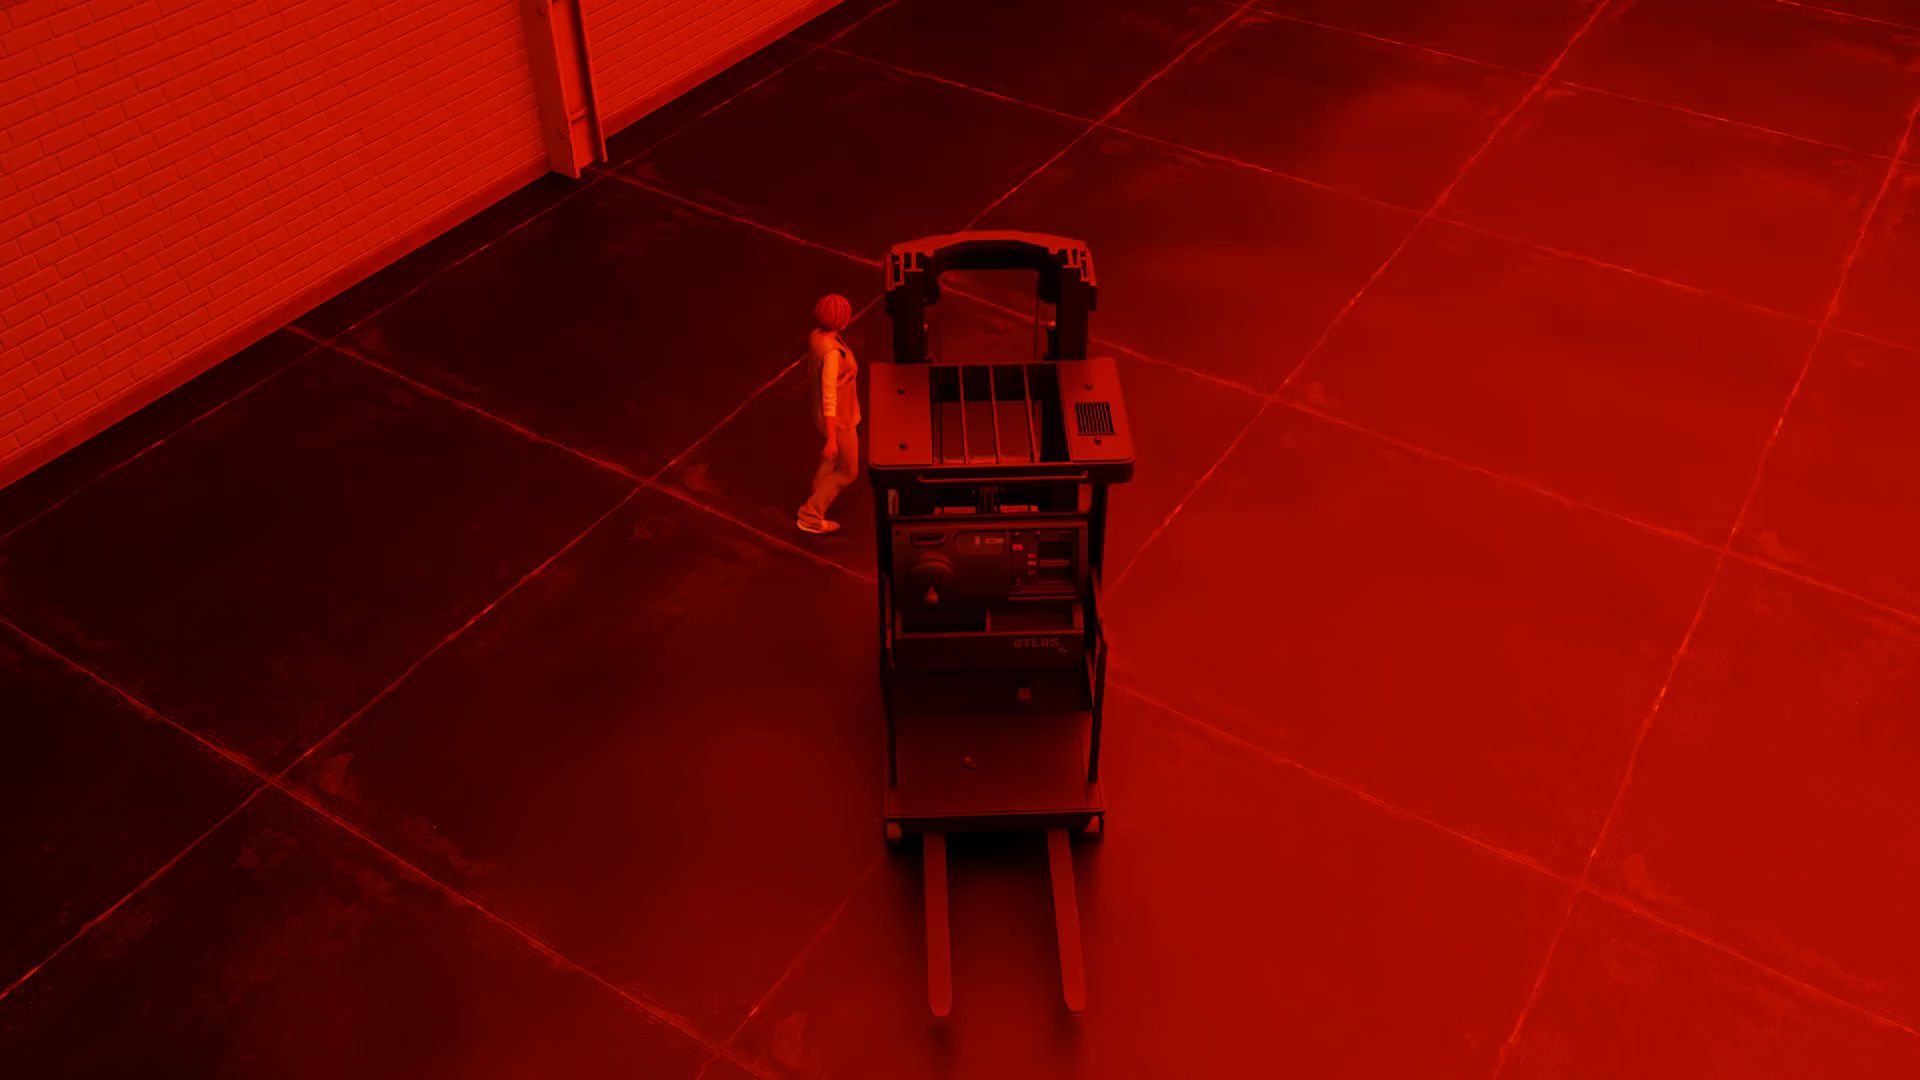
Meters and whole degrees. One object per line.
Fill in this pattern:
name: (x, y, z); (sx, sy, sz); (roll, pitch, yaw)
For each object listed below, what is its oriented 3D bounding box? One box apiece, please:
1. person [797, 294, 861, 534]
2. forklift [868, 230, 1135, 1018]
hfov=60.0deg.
person: (-0.816, -0.725, 9.932); (0.440, 1.553, 0.747); (-8, 41, -9)
forklift: (0.154, 0.185, 7.749); (1.130, 2.935, 3.031); (-2, 40, -2)
